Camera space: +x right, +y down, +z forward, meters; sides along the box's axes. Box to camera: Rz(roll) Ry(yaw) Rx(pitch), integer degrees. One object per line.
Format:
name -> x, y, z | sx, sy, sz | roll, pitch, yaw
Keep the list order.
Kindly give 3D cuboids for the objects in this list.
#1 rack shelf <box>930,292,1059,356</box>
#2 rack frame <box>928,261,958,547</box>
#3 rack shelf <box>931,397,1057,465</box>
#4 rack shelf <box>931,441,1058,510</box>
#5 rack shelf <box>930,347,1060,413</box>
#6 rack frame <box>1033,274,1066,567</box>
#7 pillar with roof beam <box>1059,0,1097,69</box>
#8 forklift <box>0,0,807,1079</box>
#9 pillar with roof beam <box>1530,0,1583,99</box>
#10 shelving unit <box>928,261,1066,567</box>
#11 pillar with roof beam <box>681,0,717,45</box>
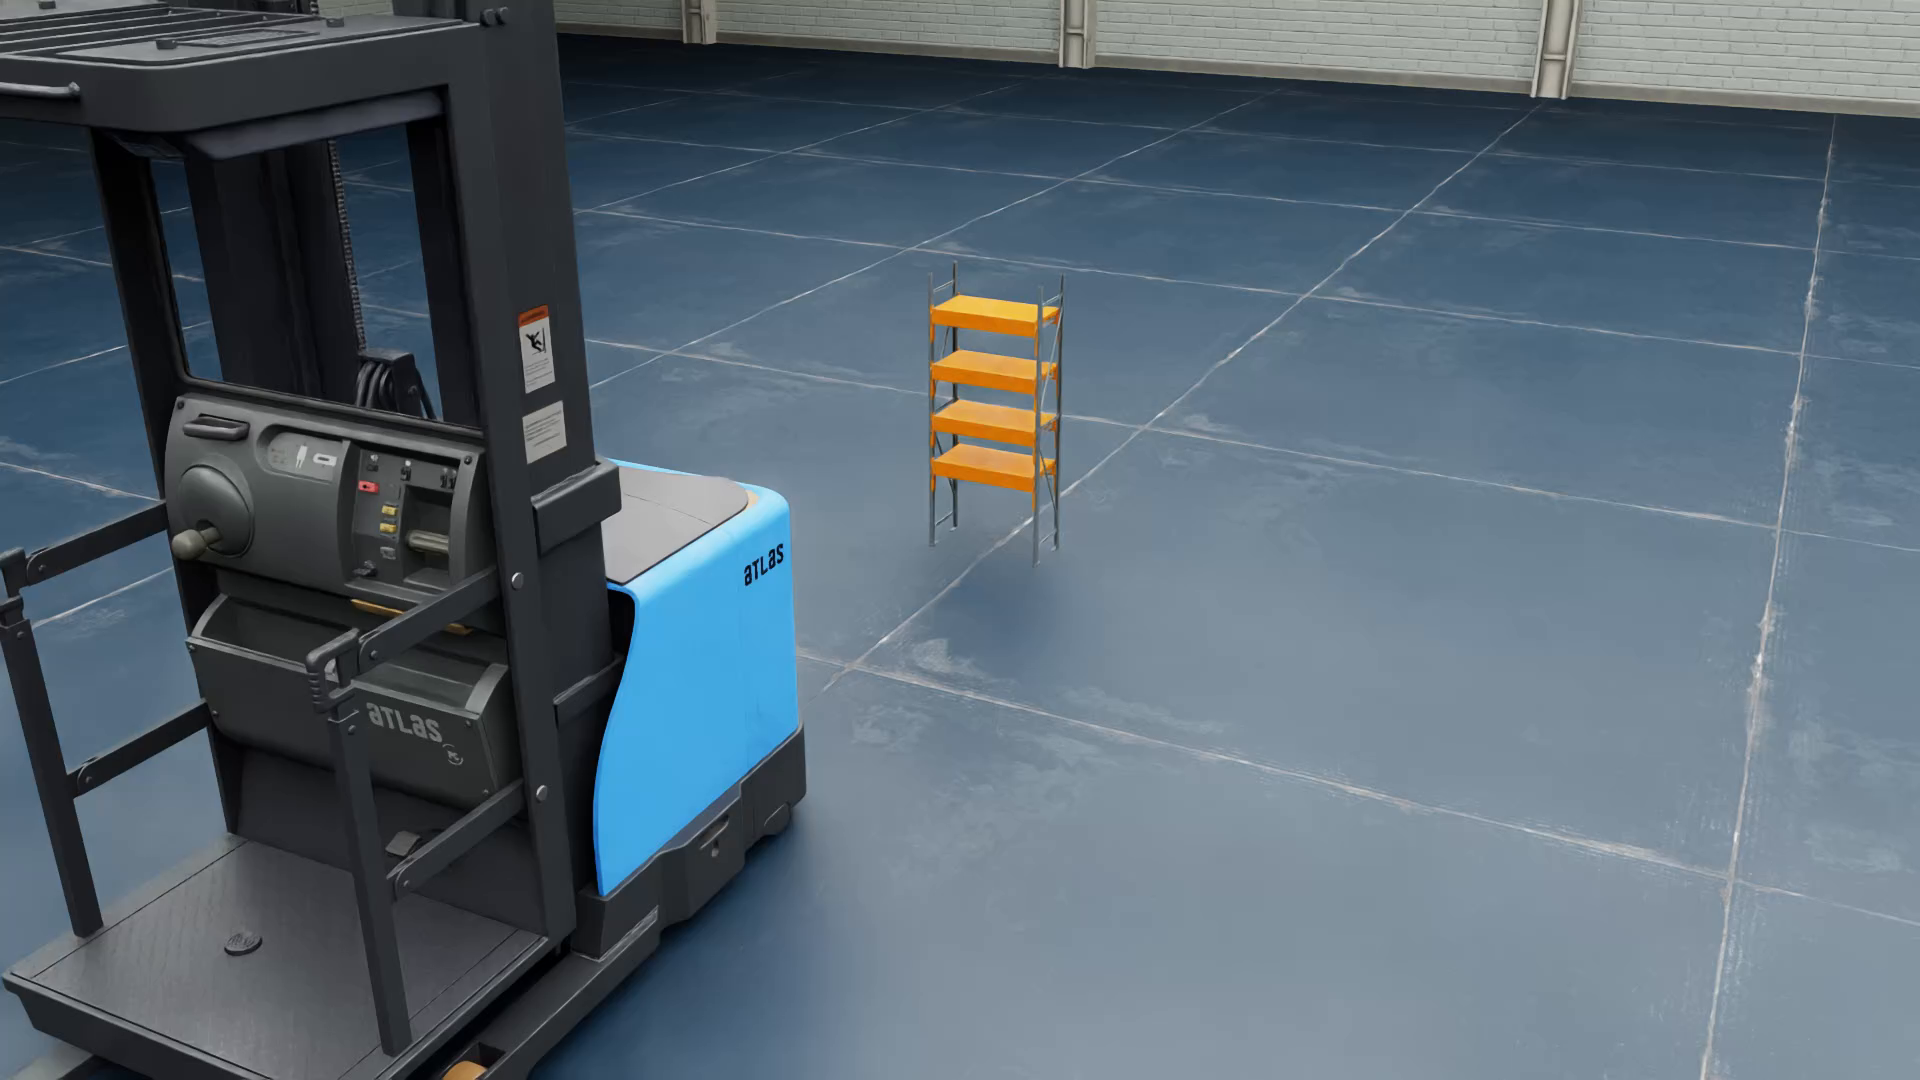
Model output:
rack shelf -> 0.148, -0.885, 6.793 | 0.480, 0.148, 0.258 | 11, 25, 25
rack frame -> -0.070, -0.566, 7.048 | 0.015, 1.200, 0.240 | 11, 25, 25
rack shelf -> 0.148, -0.461, 6.973 | 0.480, 0.148, 0.258 | 11, 25, 25
rack shelf -> 0.148, -0.278, 7.050 | 0.480, 0.148, 0.258 | 11, 25, 25
rack shelf -> 0.148, -0.667, 6.885 | 0.480, 0.148, 0.258 | 11, 25, 25
rack frame -> 0.365, -0.480, 6.845 | 0.015, 1.200, 0.240 | 11, 25, 25
pillar with roof beam -> -0.400, -8.880, 16.632 | 0.400, 9.000, 9.100 | 11, 25, 25
forklift -> -1.576, -0.069, 3.667 | 1.130, 2.935, 3.031 | 11, 25, 24
pillar with roof beam -> 4.955, -7.820, 14.141 | 0.400, 9.000, 9.100 | 11, 25, 25
shelving unit -> 0.148, -0.523, 6.946 | 0.503, 1.200, 0.258 | 11, 25, 25
pillar with roof beam -> -5.754, -9.939, 19.123 | 0.400, 9.000, 9.100 | 11, 25, 25
